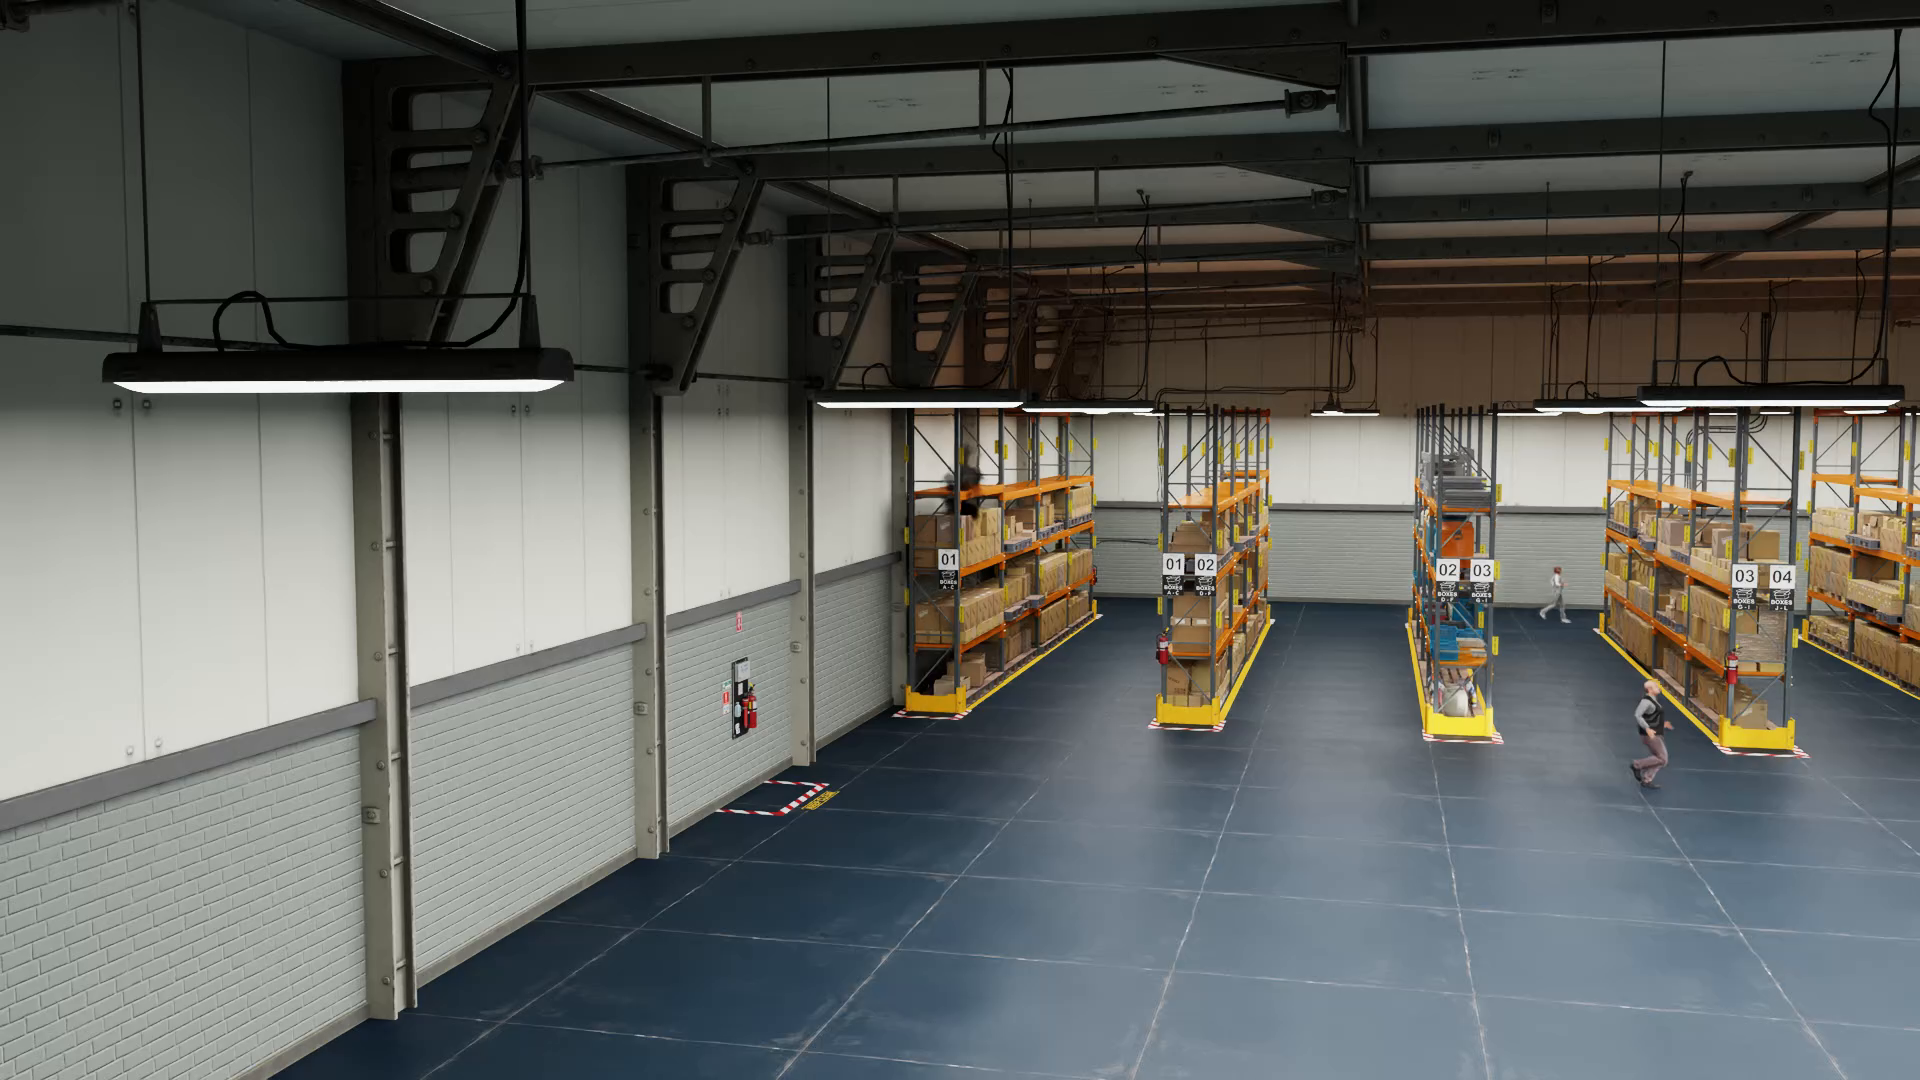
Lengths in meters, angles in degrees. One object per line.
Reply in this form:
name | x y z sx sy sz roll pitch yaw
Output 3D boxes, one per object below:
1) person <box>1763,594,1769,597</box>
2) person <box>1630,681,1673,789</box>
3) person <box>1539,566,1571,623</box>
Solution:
person | 20.497 1.793 42.433 0.782 1.689 0.550 1 4 17
person | 10.719 3.015 25.753 0.577 1.678 0.662 3 5 34
person | 16.713 1.514 46.624 0.852 1.587 0.568 2 5 25
